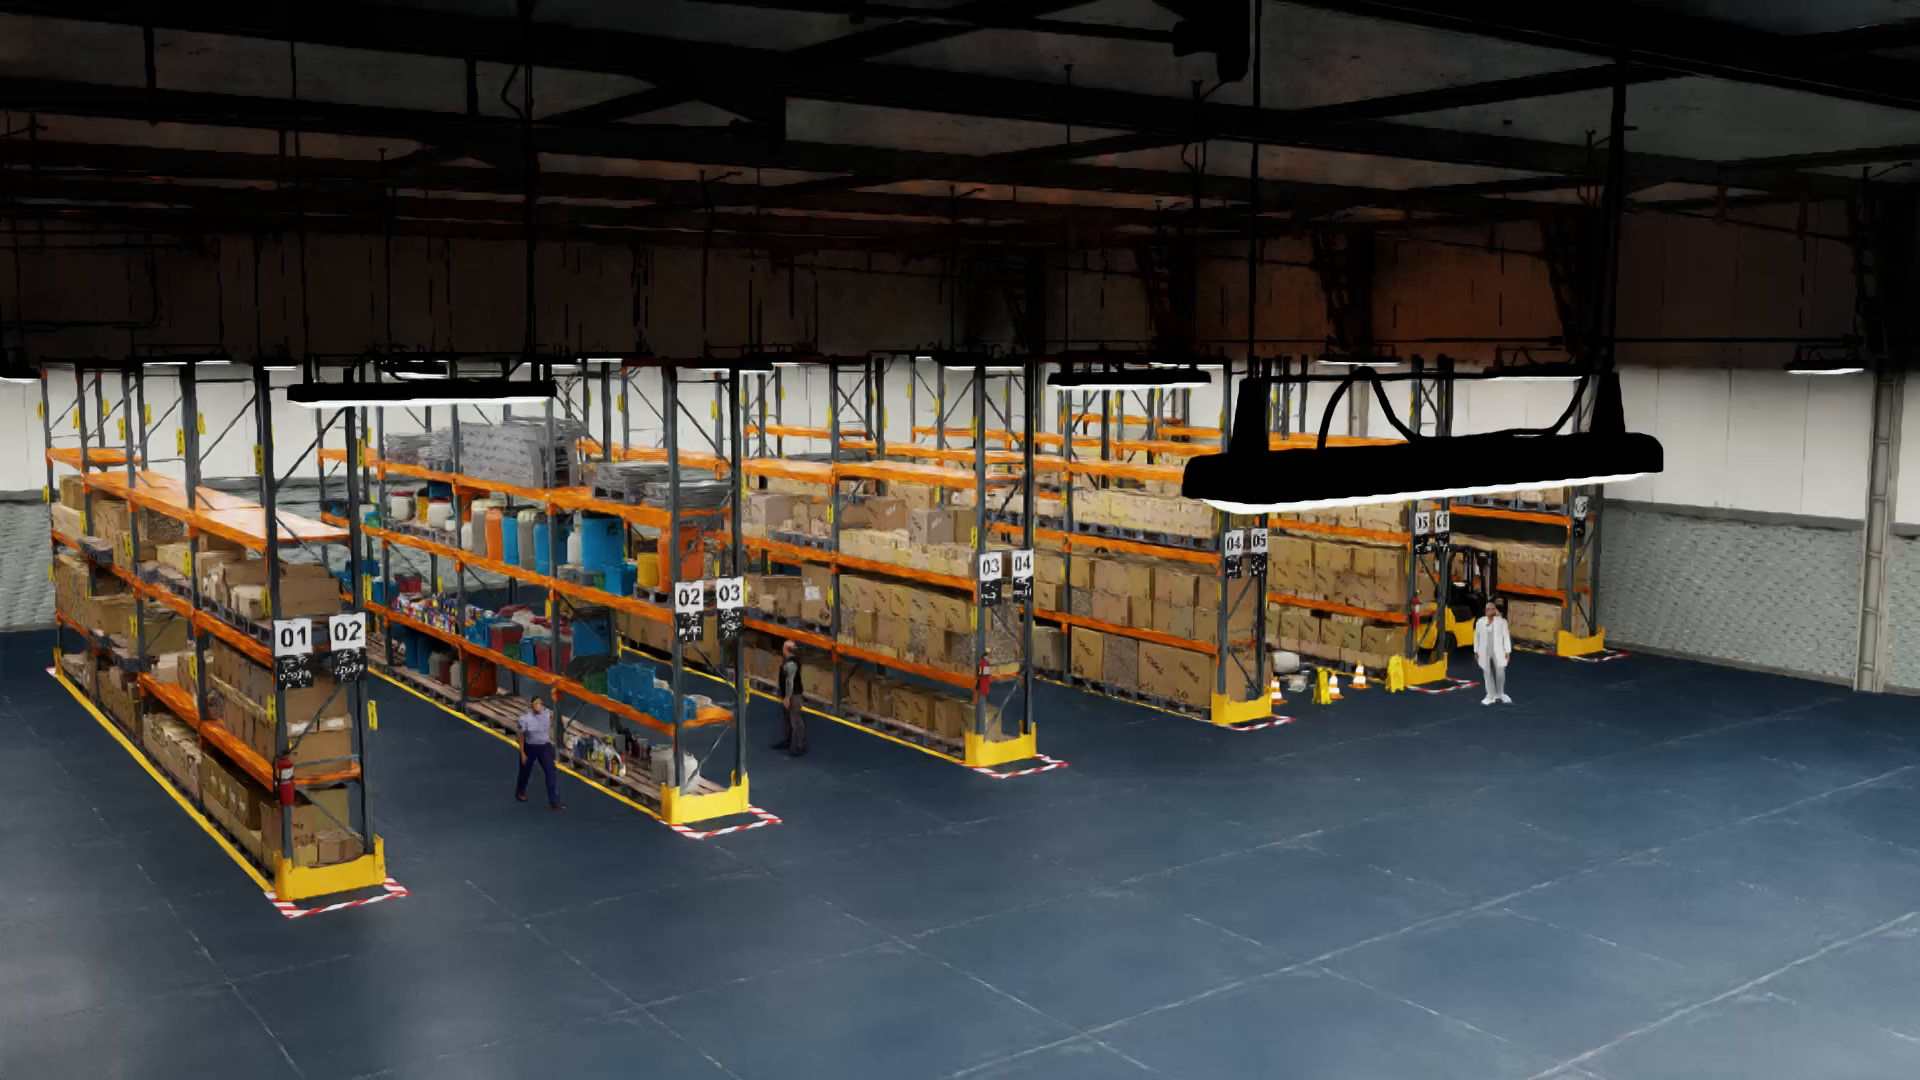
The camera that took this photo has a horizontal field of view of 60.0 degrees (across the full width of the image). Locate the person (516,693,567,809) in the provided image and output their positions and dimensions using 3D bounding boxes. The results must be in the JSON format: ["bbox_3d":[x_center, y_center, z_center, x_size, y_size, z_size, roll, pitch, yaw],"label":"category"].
[{"bbox_3d":[-5.755,2.847,22.547,0.479,1.553,1.090,-5,8,-34],"label":"person"}]

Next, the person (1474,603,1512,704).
[{"bbox_3d":[9.292,1.969,28.953,0.683,1.772,0.455,3,8,26],"label":"person"}]

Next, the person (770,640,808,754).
[{"bbox_3d":[-2.643,2.394,25.601,0.576,1.718,0.626,-1,7,-7],"label":"person"}]
